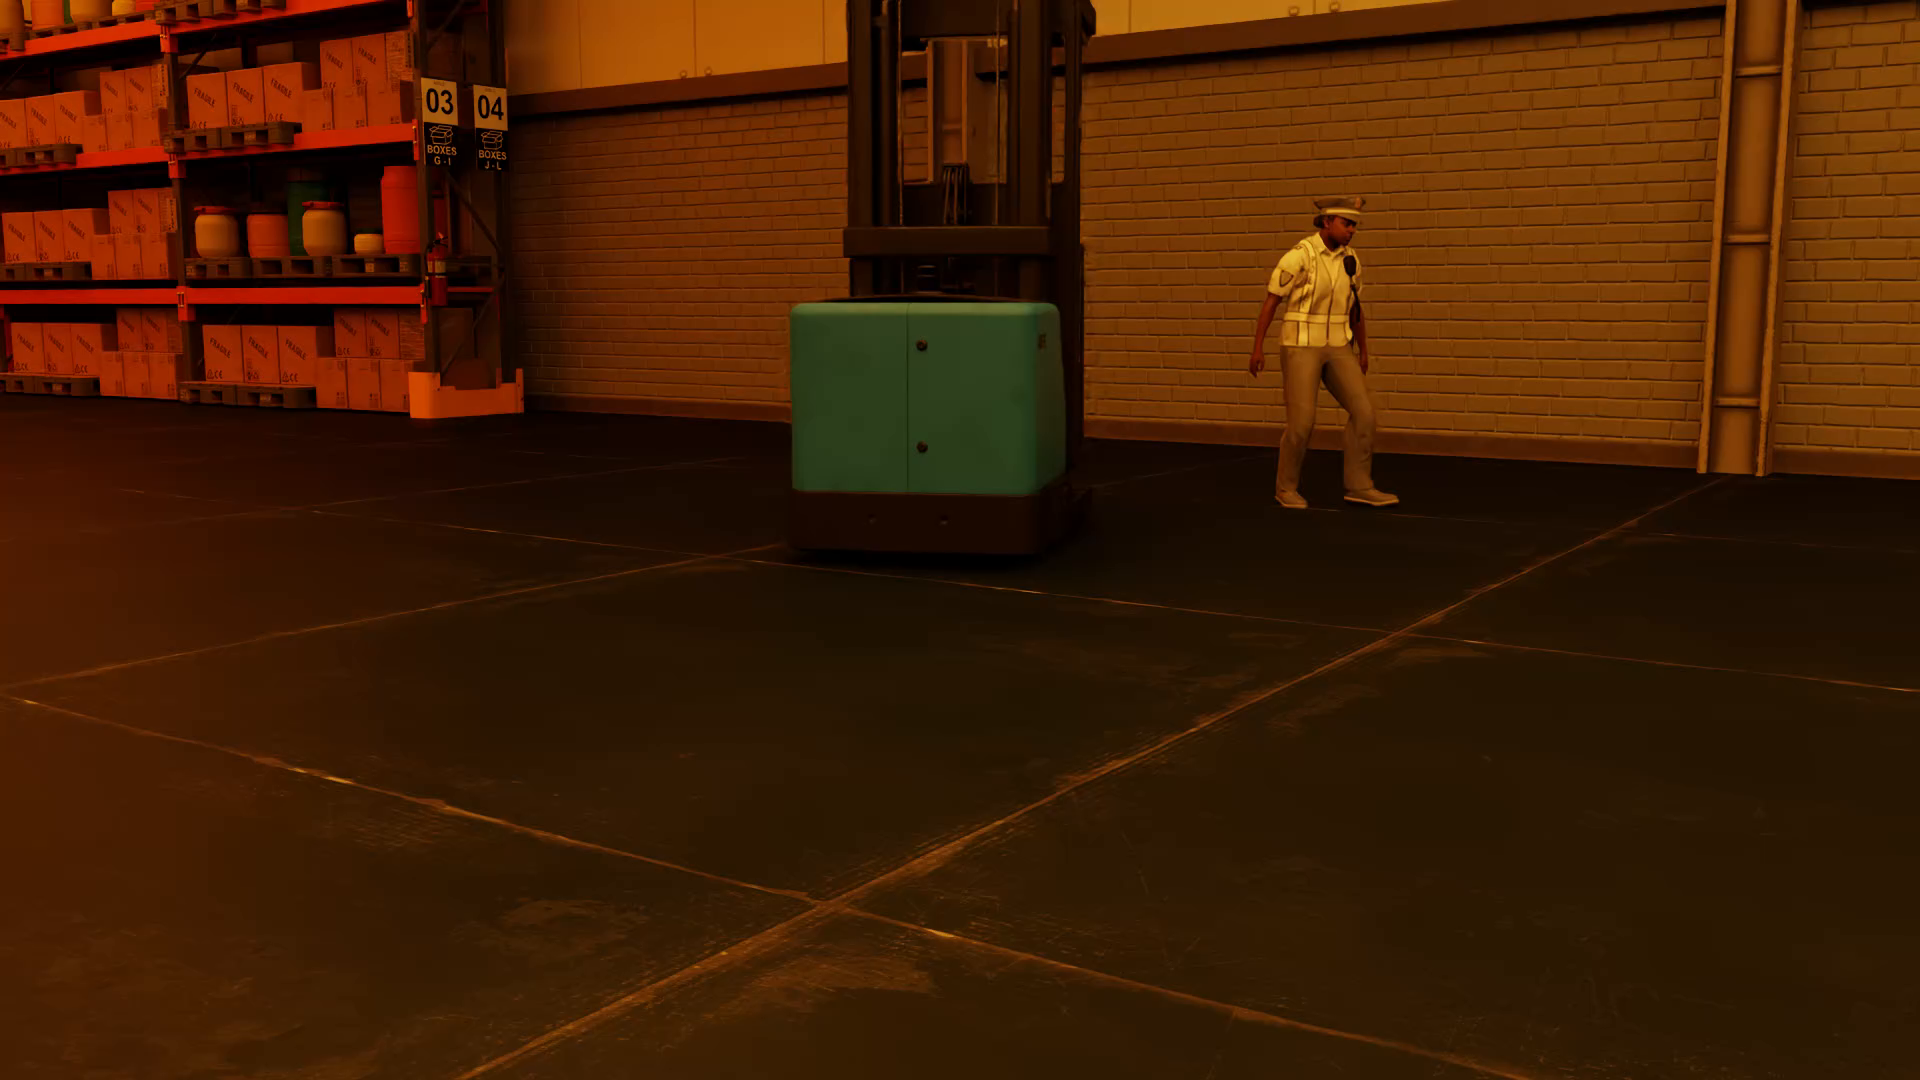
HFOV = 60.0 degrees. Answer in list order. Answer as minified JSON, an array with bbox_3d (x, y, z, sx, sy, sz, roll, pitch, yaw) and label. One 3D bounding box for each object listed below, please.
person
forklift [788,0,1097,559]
[{"bbox_3d":[1.929,-0.981,8.767,0.791,1.627,0.411,-3,9,-18],"label":"person"},{"bbox_3d":[0.062,-1.540,8.022,1.130,2.935,3.031,1,8,10],"label":"forklift"}]
